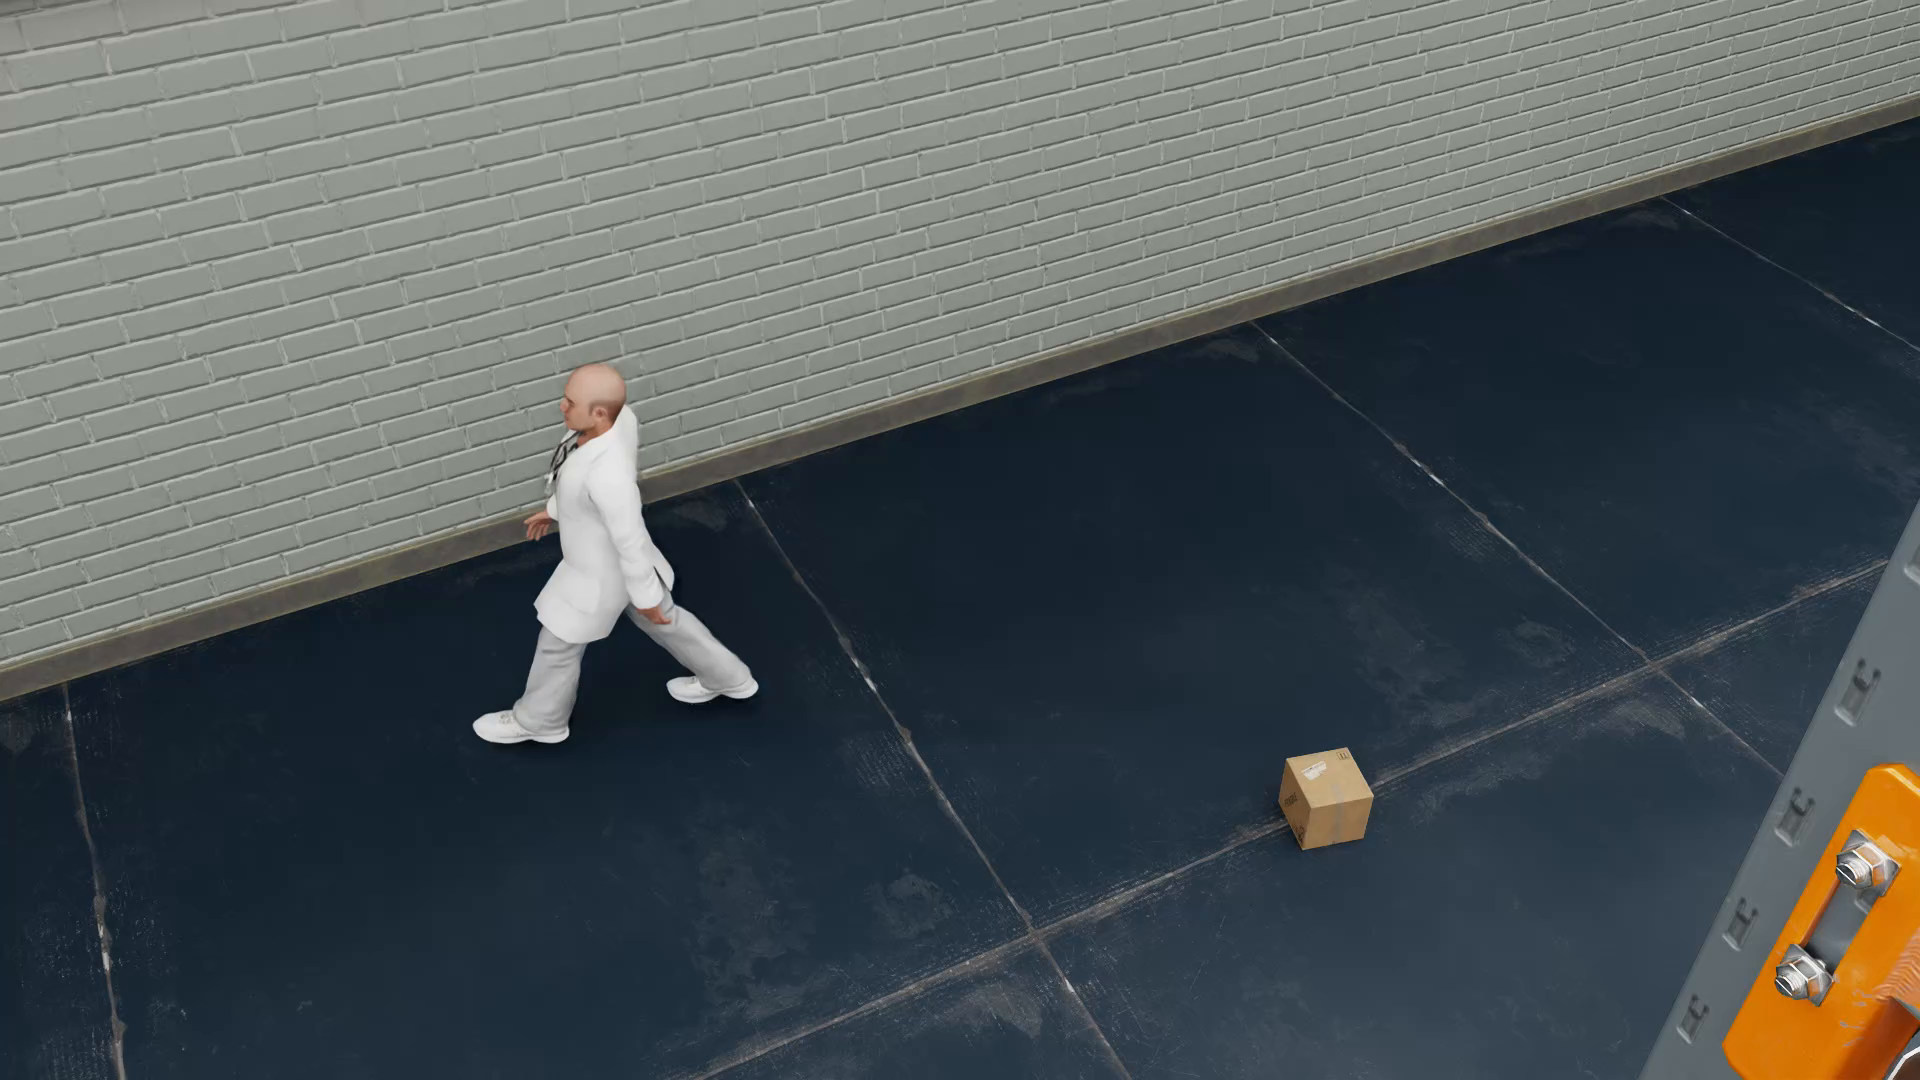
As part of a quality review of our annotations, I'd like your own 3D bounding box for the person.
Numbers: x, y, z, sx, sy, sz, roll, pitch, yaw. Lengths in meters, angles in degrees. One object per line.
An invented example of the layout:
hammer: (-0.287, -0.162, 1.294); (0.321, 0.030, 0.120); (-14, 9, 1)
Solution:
person: (-1.382, 0.058, 6.237); (1.119, 1.720, 0.566); (-1, 41, -1)
